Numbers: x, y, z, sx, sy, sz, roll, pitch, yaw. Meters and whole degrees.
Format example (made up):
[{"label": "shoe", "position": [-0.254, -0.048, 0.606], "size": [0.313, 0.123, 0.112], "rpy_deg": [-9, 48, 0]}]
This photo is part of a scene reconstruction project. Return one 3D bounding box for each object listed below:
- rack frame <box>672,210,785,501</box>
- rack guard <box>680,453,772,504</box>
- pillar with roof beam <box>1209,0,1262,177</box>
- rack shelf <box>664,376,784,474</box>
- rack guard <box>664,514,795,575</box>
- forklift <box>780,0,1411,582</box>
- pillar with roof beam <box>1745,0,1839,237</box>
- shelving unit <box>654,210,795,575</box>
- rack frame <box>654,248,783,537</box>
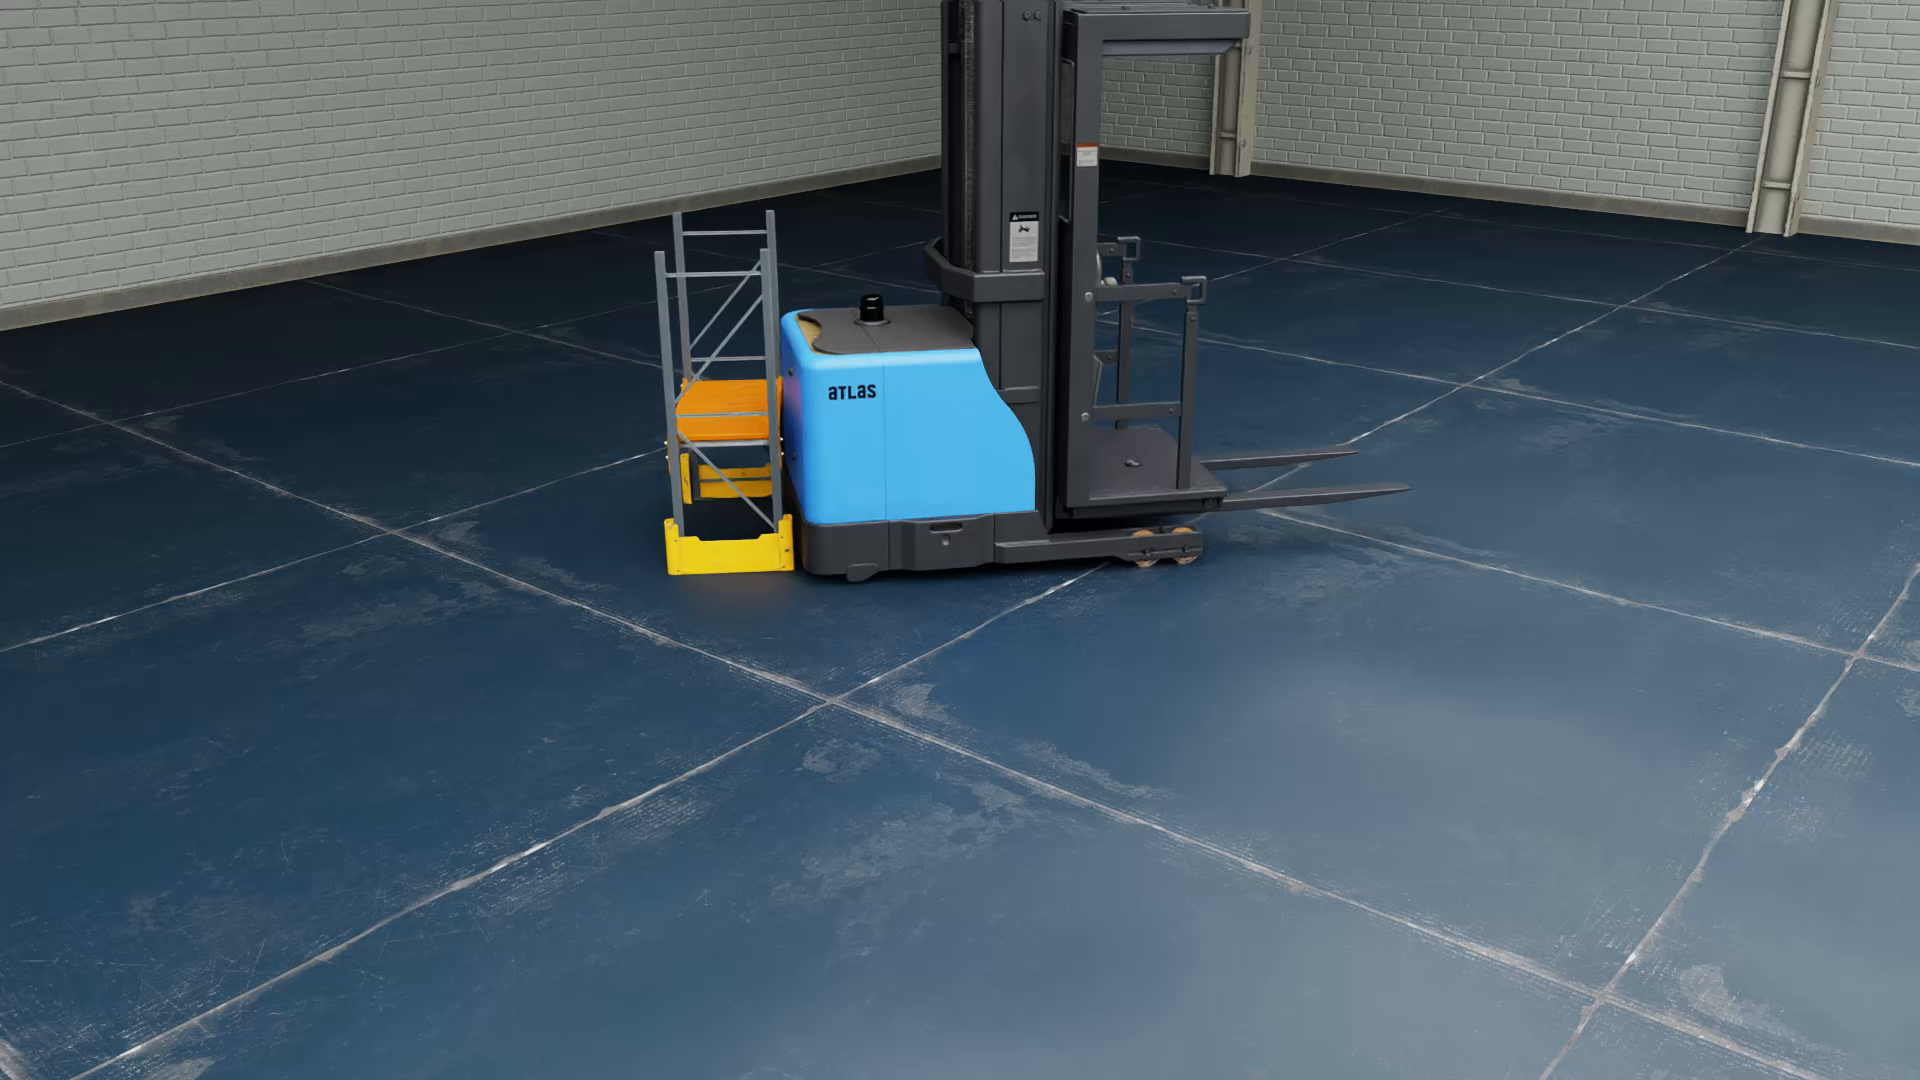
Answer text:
[{"label": "rack frame", "position": [-1.162, -0.921, 8.477], "size": [0.500, 1.500, 0.032], "rpy_deg": [-2, 21, -4]}, {"label": "rack guard", "position": [-1.155, -0.329, 8.680], "size": [0.587, 0.250, 0.087], "rpy_deg": [-2, 21, -4]}, {"label": "pillar with roof beam", "position": [0.463, -7.345, 14.892], "size": [0.400, 9.000, 9.100], "rpy_deg": [16, 26, 36]}, {"label": "rack shelf", "position": [-1.118, -0.574, 8.067], "size": [0.538, 0.185, 1.000], "rpy_deg": [-2, 21, -4]}, {"label": "rack guard", "position": [-1.072, 0.021, 7.752], "size": [0.587, 0.250, 0.087], "rpy_deg": [-2, 21, -4]}, {"label": "forklift", "position": [0.684, -1.426, 7.797], "size": [3.031, 2.935, 1.130], "rpy_deg": [-4, 21, -11]}, {"label": "pillar with roof beam", "position": [5.111, -6.006, 11.343], "size": [0.400, 9.000, 9.100], "rpy_deg": [16, 26, 36]}, {"label": "shelving unit", "position": [-1.119, -0.739, 7.995], "size": [0.587, 1.500, 1.083], "rpy_deg": [-2, 21, -4]}, {"label": "rack frame", "position": [-1.077, -0.563, 7.529], "size": [0.500, 1.500, 0.032], "rpy_deg": [-2, 21, -4]}]
